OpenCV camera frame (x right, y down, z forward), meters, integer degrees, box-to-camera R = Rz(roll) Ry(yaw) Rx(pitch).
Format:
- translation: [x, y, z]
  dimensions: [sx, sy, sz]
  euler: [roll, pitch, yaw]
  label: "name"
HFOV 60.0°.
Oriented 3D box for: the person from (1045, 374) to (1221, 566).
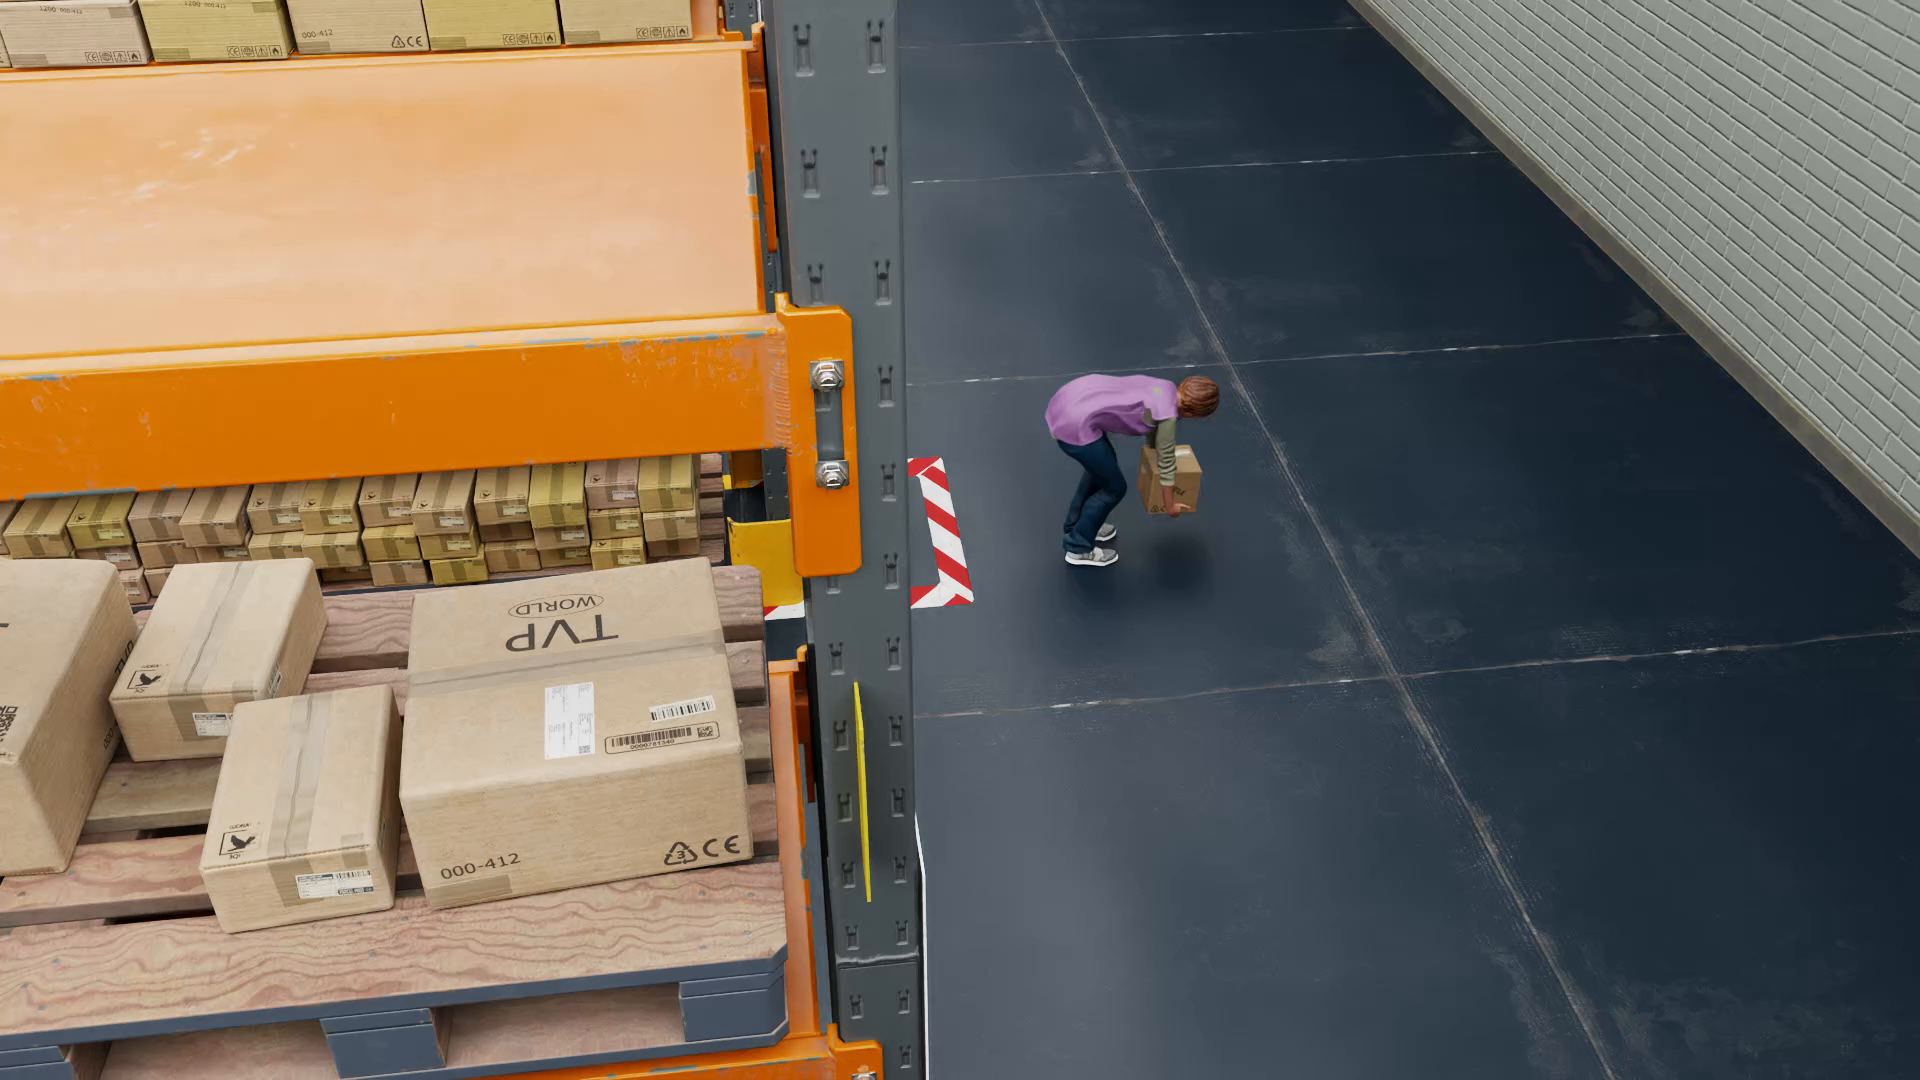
- translation: [0.851, -0.374, 8.326]
  dimensions: [0.871, 1.001, 0.391]
  euler: [-6, 36, -8]
  label: "person"
